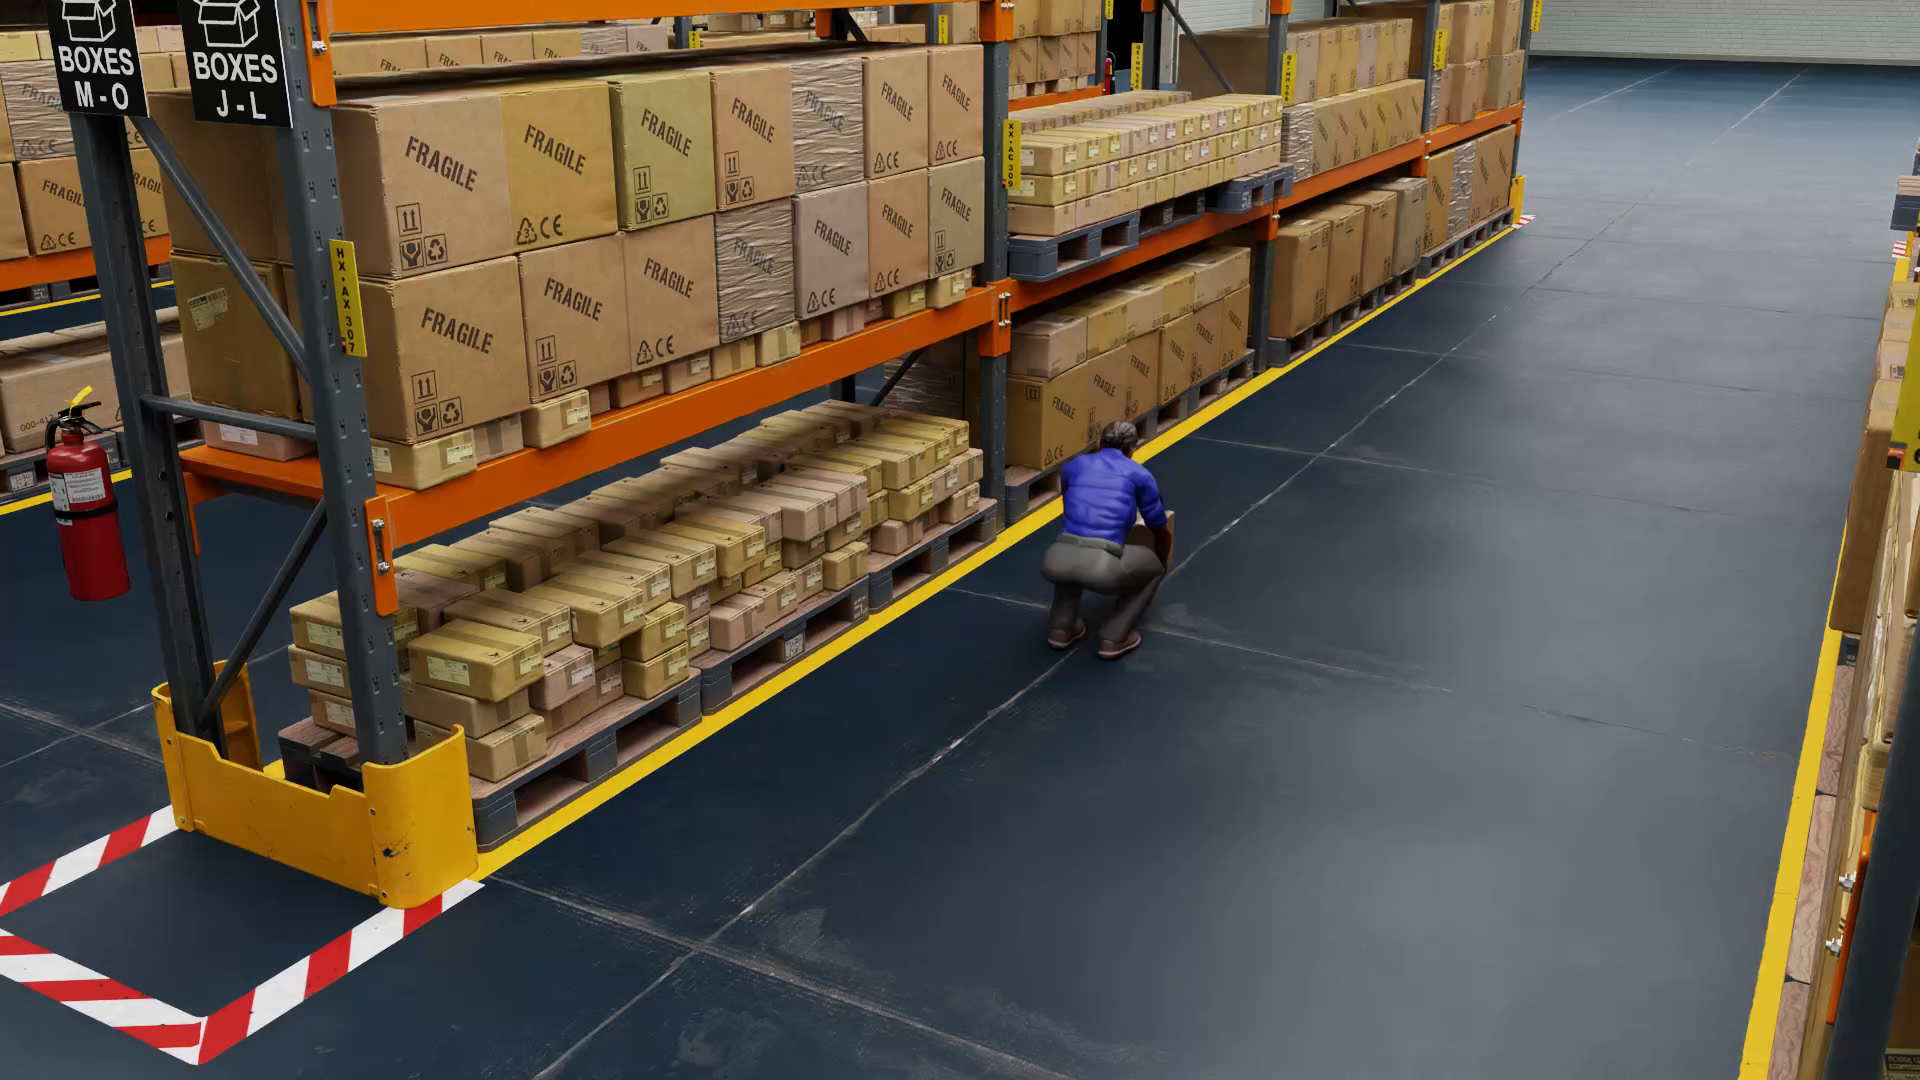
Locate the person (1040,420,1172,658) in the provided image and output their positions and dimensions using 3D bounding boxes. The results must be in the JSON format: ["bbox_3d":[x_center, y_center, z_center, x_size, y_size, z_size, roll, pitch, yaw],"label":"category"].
[{"bbox_3d":[0.629,-0.016,7.244,0.501,0.918,0.826,10,22,27],"label":"person"}]
